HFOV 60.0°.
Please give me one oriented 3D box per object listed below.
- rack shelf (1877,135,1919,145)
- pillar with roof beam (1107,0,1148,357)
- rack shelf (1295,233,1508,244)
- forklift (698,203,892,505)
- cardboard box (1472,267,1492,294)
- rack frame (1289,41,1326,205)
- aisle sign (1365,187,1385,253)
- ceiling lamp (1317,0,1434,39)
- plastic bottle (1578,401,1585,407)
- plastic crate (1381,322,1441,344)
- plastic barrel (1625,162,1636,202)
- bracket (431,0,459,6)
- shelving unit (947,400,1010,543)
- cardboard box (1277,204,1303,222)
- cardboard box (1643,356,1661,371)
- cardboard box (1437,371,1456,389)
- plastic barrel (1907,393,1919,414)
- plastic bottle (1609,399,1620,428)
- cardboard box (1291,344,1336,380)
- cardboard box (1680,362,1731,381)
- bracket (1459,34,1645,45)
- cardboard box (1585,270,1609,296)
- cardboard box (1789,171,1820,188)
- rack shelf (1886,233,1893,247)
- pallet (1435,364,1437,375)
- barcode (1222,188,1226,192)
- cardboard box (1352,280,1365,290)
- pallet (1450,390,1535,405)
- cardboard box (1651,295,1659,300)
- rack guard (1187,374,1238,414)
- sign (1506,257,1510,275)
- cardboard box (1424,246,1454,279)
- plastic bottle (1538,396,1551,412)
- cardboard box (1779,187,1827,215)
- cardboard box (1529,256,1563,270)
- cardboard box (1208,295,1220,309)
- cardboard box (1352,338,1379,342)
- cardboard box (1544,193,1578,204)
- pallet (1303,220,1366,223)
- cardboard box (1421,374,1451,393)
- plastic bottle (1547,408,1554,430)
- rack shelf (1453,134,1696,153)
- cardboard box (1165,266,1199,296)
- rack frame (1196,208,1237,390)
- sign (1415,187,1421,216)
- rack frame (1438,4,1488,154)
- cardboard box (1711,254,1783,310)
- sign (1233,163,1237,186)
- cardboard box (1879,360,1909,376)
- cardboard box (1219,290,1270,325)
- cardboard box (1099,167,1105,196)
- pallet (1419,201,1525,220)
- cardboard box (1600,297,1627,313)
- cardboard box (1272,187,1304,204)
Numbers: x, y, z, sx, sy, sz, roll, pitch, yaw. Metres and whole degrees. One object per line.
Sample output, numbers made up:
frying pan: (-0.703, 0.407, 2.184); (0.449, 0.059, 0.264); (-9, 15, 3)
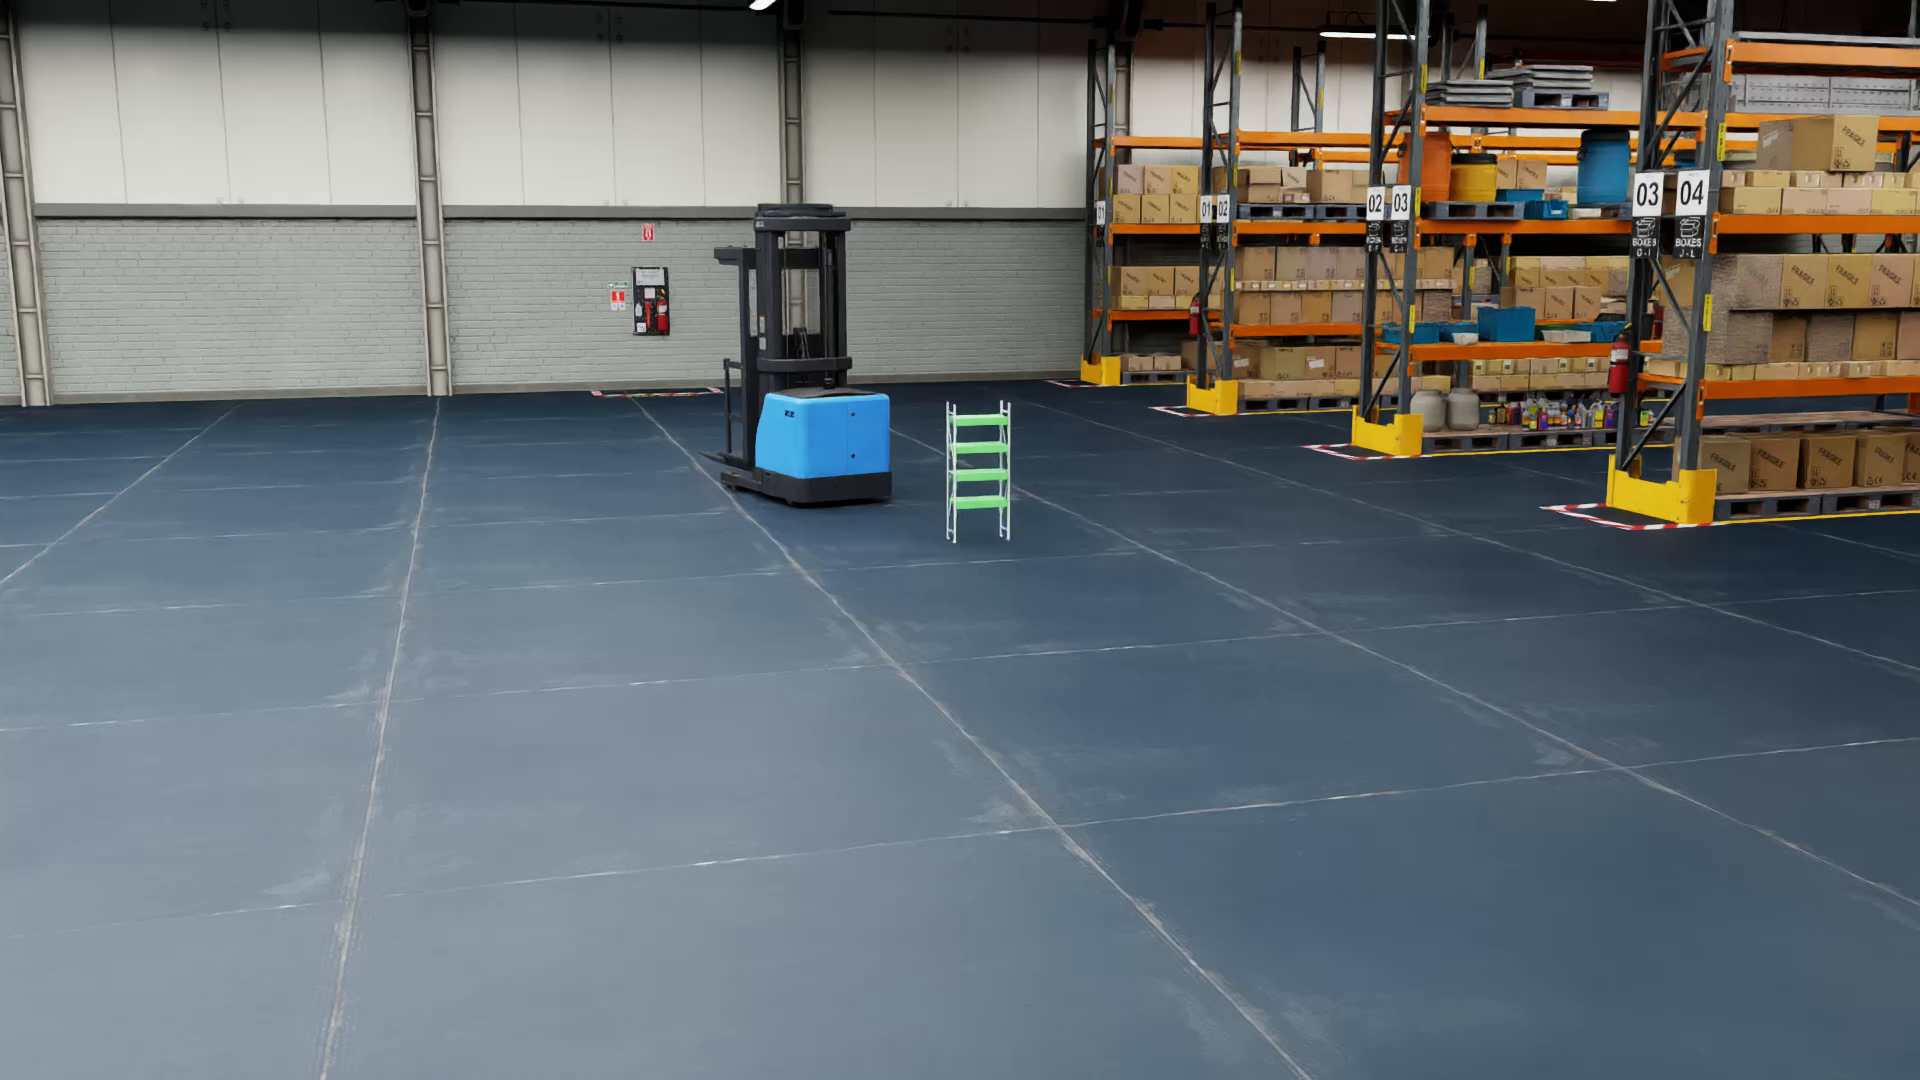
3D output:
rack shelf: (17.282, -6.749, 28.350); (4.000, 0.370, 1.077); (-3, 11, -16)
pillar with roof beam: (4.086, -6.695, 26.057); (0.548, 9.000, 9.100); (-3, 11, -16)
rack shelf: (8.213, -5.732, 31.099); (4.000, 0.370, 1.077); (-3, 11, -16)
forklift: (-1.872, -2.005, 17.341); (1.130, 2.935, 3.031); (-6, 12, -30)
cardboard box: (9.685, -4.952, 31.667); (0.500, 0.500, 0.700); (-4, 11, -23)
rack frame: (6.293, -7.460, 30.212); (0.127, 3.000, 1.000); (-3, 11, -16)
aisle sign: (5.069, -3.911, 20.326); (0.004, 0.787, 0.394); (-3, 11, -16)
ceiling lamp: (6.948, -9.836, 26.997); (2.000, 3.185, 0.800); (-3, 11, -16)
plastic bottle: (8.065, -1.664, 21.624); (0.097, 0.271, 0.097); (0, 10, 0)
plastic crate: (5.618, -2.589, 20.734); (0.616, 0.251, 0.499); (-3, 11, -16)
plastic barrel: (8.593, -4.536, 21.148); (0.421, 0.512, 0.421); (0, 10, 0)
bracket: (-8.142, -8.565, 26.276); (0.430, 0.232, 0.235); (-3, 11, -16)
shelving unit: (0.159, -0.598, 14.483); (0.503, 1.200, 0.258); (-3, 11, -16)
cardboard box: (5.874, -5.975, 30.100); (0.500, 0.500, 0.500); (-3, 11, -14)
cardboard box: (11.087, -2.911, 26.962); (0.500, 0.311, 0.500); (-3, 11, -14)
cardboard box: (7.998, -2.574, 26.677); (0.500, 0.250, 0.500); (-3, 11, -16)
plastic barrel: (13.367, -2.156, 22.809); (0.708, 0.830, 0.600); (-3, 11, -16)
plastic bottle: (8.340, -1.608, 21.098); (0.185, 0.351, 0.144); (-4, 11, -19)
cardboard box: (5.373, -2.711, 25.348); (0.500, 0.500, 0.500); (-3, 11, -16)
cardboard box: (6.946, -1.573, 15.500); (0.250, 0.149, 0.380); (-3, 11, -16)
bracket: (11.615, -9.607, 31.932); (4.783, 0.066, 0.076); (-3, 11, -16)
cardboard box: (12.151, -4.974, 32.130); (0.500, 0.500, 0.500); (-3, 11, -14)
cardboard box: (7.700, -3.327, 15.360); (0.250, 0.149, 0.380); (-3, 11, -14)
rack shelf: (10.982, -4.010, 21.744); (4.000, 0.370, 1.077); (-3, 11, -16)
pallet: (9.382, -3.301, 31.894); (1.213, 0.211, 1.003); (-3, 11, -16)
barcode: (3.995, -5.306, 25.193); (0.075, 0.075, 0.001); (-3, 11, -16)
cardboard box: (6.006, -3.887, 25.310); (0.250, 0.149, 0.380); (-3, 11, -14)
pallet: (8.377, -2.321, 26.570); (1.213, 0.211, 1.003); (-3, 11, -16)
cardboard box: (13.493, -4.717, 32.523); (0.250, 0.149, 0.380); (-3, 11, -15)
rack guard: (3.817, -2.215, 25.199); (0.348, 0.500, 1.175); (-3, 11, -16)
sign: (10.294, -5.148, 31.247); (0.005, 0.325, 0.100); (-3, 11, -16)
cardboard box: (7.256, -4.312, 25.824); (0.500, 0.500, 0.700); (-3, 11, -16)
plastic bottle: (7.581, -1.701, 21.601); (0.185, 0.351, 0.144); (-3, 11, -16)
cardboard box: (7.634, -3.132, 15.402); (0.500, 0.250, 0.500); (-3, 11, -17)
cardboard box: (11.157, -5.291, 31.779); (0.500, 0.250, 0.500); (-3, 11, -17)
cardboard box: (4.481, -4.291, 29.929); (0.500, 0.250, 0.500); (-3, 11, -15)
cardboard box: (7.477, -3.571, 31.349); (0.500, 0.500, 0.700); (-3, 11, -17)
cardboard box: (9.534, -5.342, 26.250); (0.500, 0.250, 0.500); (-4, 11, -21)
pallet: (6.915, -5.905, 30.570); (1.003, 0.211, 1.213); (-3, 11, -16)
cardboard box: (7.297, -2.441, 25.956); (0.500, 0.250, 0.500); (-3, 11, -16)
plastic bottle: (7.378, -1.514, 20.806); (0.097, 0.271, 0.097); (0, 10, 0)
rack shelf: (9.601, -6.149, 26.187); (4.000, 0.370, 1.077); (-3, 11, -16)
cardboard box: (3.970, -4.632, 29.710); (0.500, 0.500, 0.500); (-3, 11, -18)
rack frame: (3.840, -3.446, 24.979); (0.127, 3.000, 1.000); (-3, 11, -16)
sign: (5.371, -3.968, 19.508); (0.005, 0.325, 0.100); (-3, 11, -16)
rack frame: (7.681, -6.599, 25.535); (0.127, 3.000, 1.000); (-3, 11, -16)
cardboard box: (7.210, -2.391, 15.391); (0.500, 0.500, 0.500); (-3, 11, -16)
sign: (3.990, -5.293, 24.095); (0.005, 0.325, 0.100); (-3, 11, -16)
cardboard box: (8.877, -1.667, 16.011); (0.250, 0.149, 0.380); (-3, 11, -16)
cardboard box: (4.292, -3.516, 25.086); (0.500, 0.500, 0.700); (-3, 11, -16)
cardboard box: (2.793, -6.400, 29.648); (0.500, 0.500, 0.500); (-3, 11, -13)
pallet: (6.043, -3.992, 20.181); (1.213, 0.211, 1.003); (-3, 11, -16)
cardboard box: (10.608, -3.795, 27.123); (0.500, 0.311, 0.500); (-3, 11, -17)
cardboard box: (4.872, -5.227, 25.236); (0.500, 0.250, 0.500); (-3, 11, -16)
